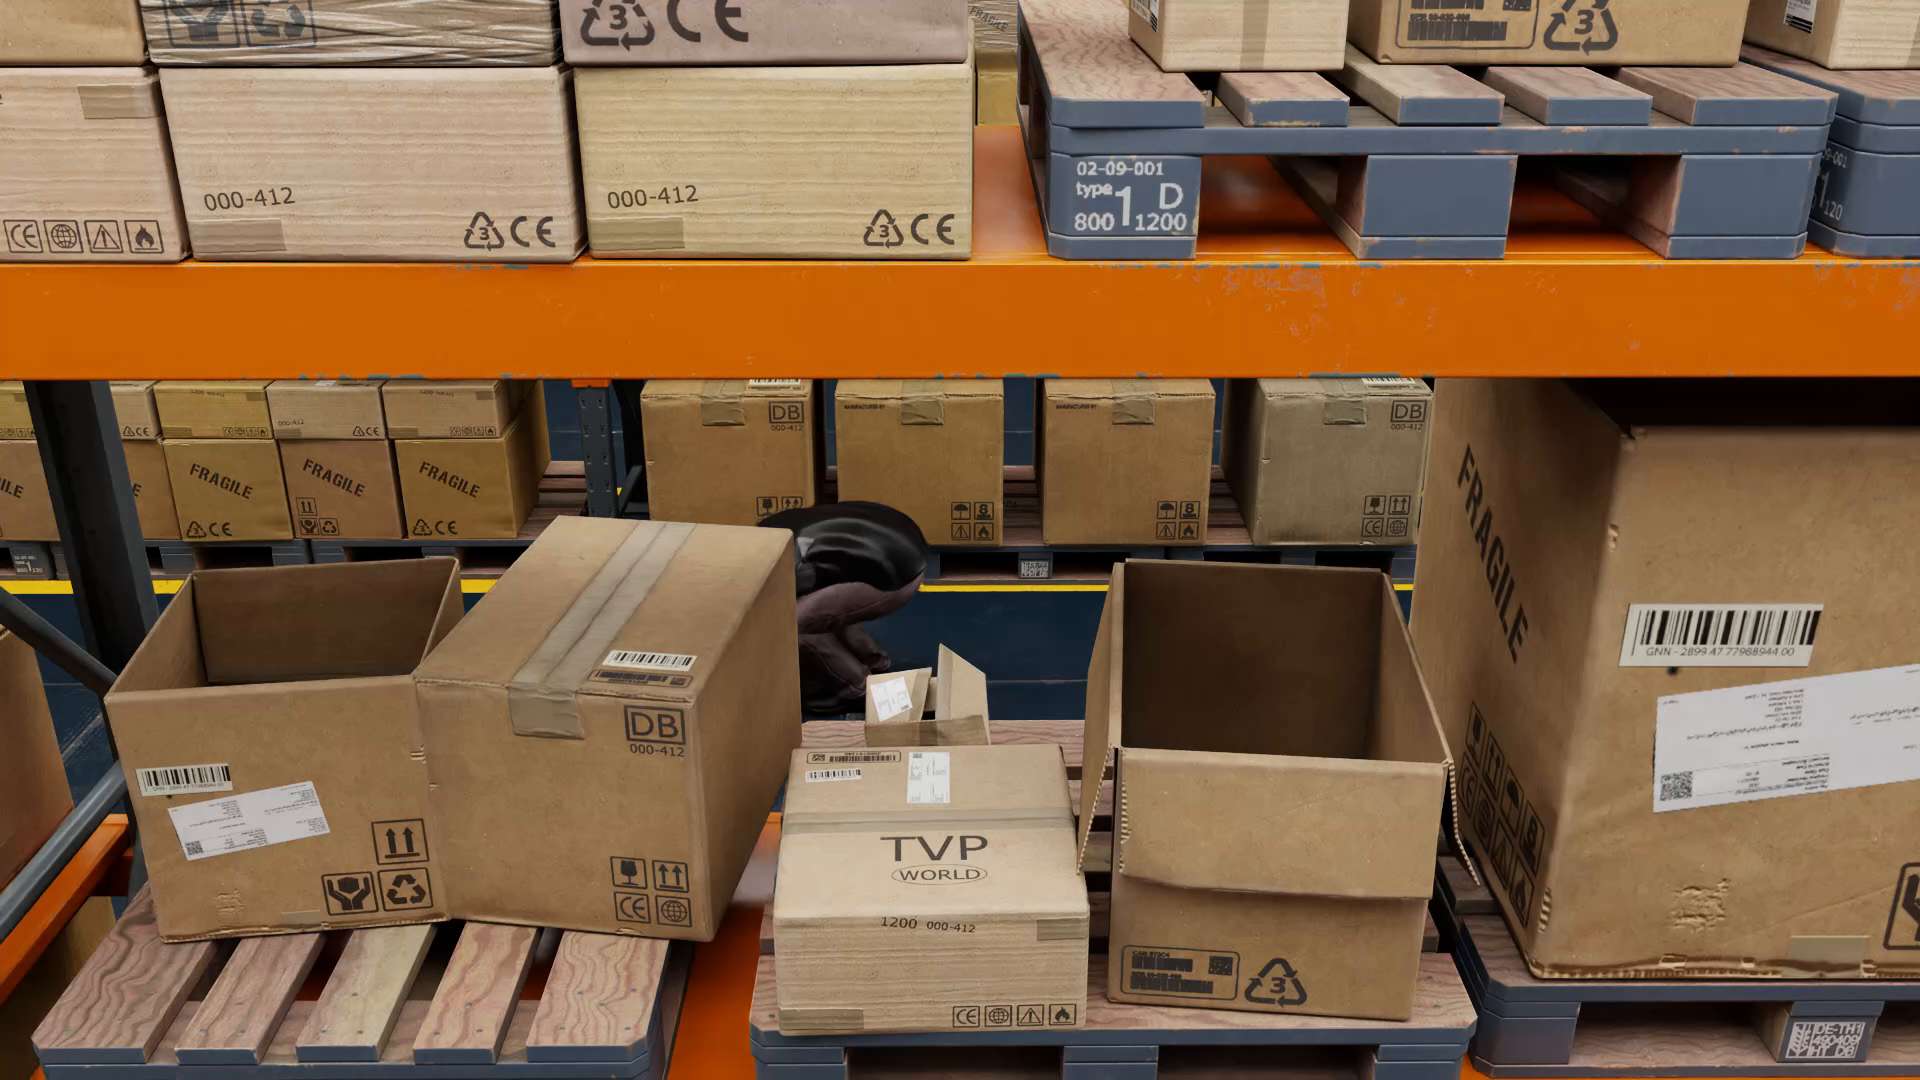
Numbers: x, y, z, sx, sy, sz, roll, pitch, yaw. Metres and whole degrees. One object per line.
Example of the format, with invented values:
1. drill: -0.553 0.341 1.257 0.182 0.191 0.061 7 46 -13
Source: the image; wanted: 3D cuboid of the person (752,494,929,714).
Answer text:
1. person: -0.600 0.252 6.654 0.952 0.872 0.505 -1 24 -2
